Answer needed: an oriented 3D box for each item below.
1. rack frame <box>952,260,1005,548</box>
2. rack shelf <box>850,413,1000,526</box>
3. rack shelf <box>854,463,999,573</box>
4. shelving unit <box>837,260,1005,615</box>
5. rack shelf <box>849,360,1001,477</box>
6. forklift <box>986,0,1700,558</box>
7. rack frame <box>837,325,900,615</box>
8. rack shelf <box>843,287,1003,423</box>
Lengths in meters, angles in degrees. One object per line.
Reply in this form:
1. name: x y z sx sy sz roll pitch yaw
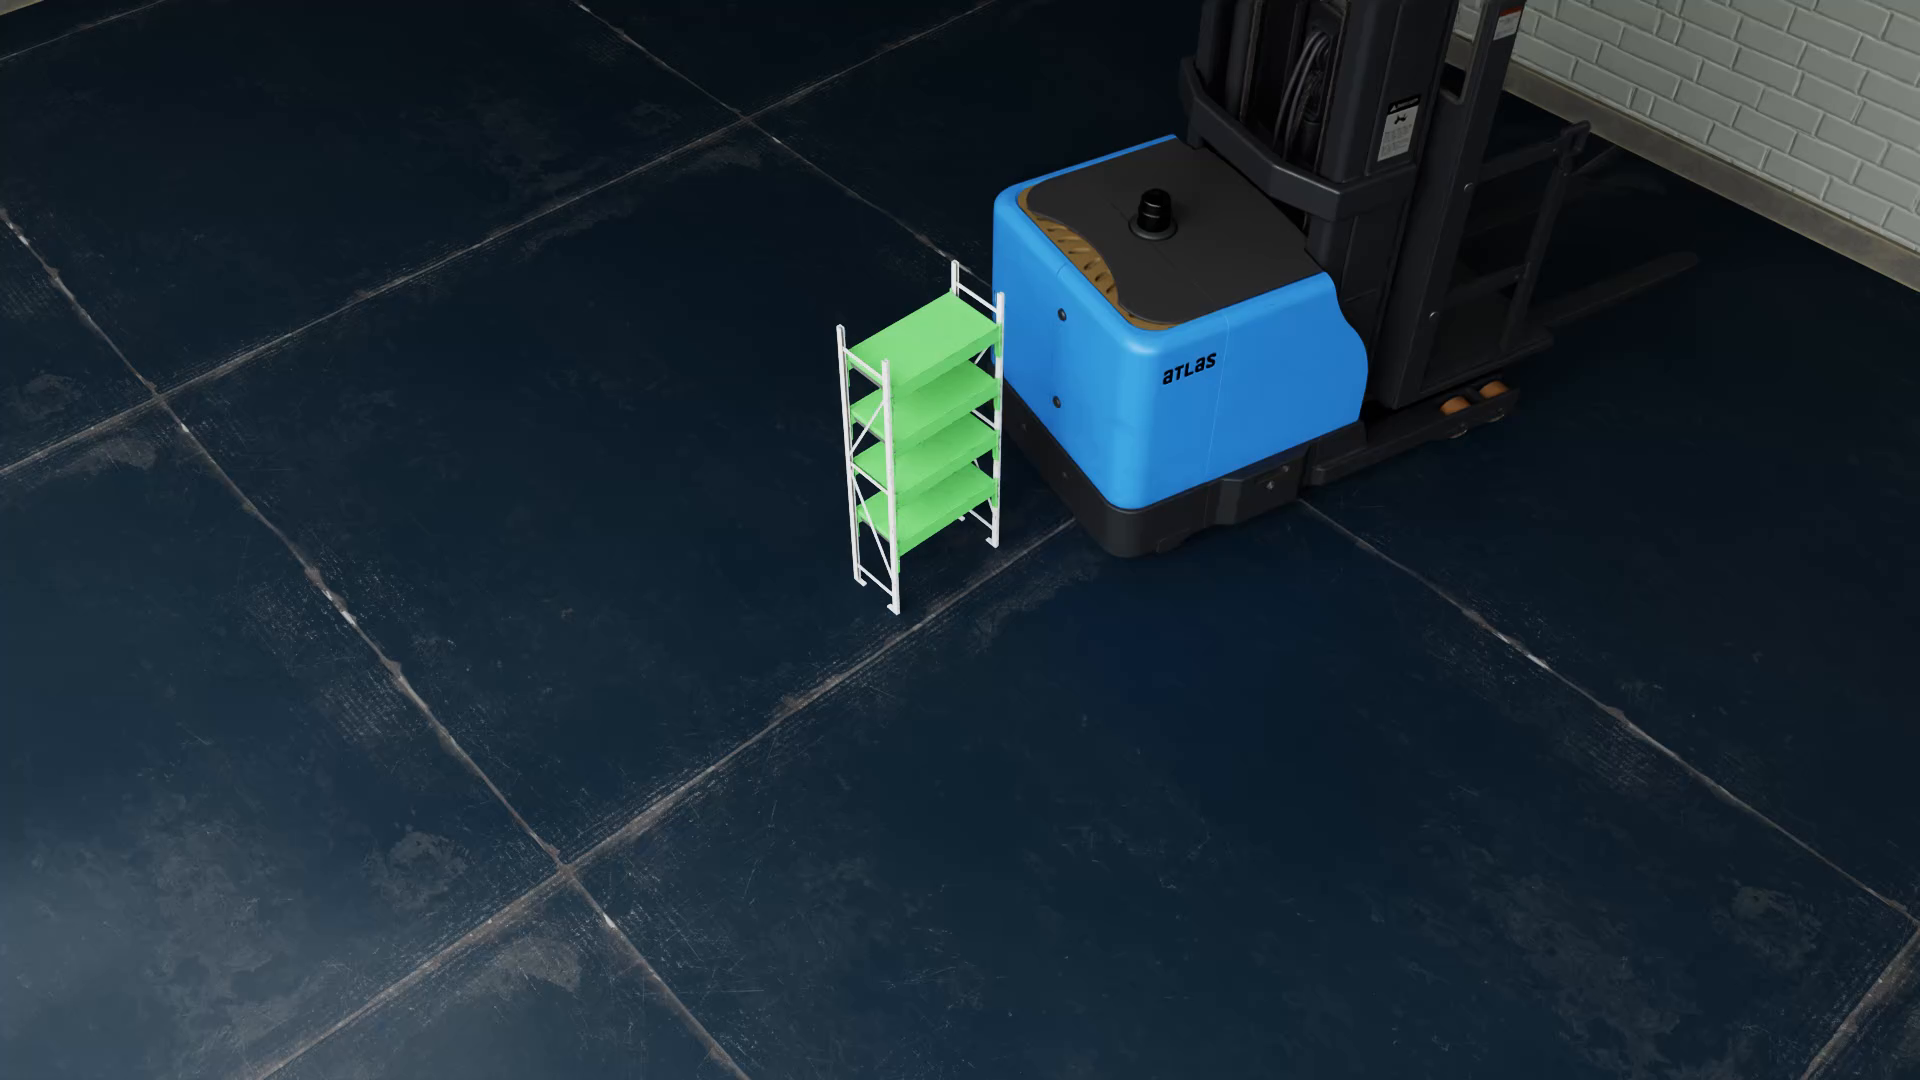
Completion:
1. rack frame: 0.058 -0.446 5.845 0.015 1.200 0.240 -34 56 -27
2. rack shelf: -0.122 -0.282 5.780 0.480 0.148 0.258 -34 56 -27
3. rack shelf: -0.122 -0.119 5.957 0.480 0.148 0.258 -34 56 -27
4. shelving unit: -0.122 -0.325 5.734 0.503 1.200 0.258 -34 56 -27
5. rack shelf: -0.122 -0.444 5.604 0.480 0.148 0.258 -34 56 -27
6. forklift: 1.649 -1.720 5.843 3.031 2.935 1.130 -22 51 -19
7. rack frame: -0.303 -0.204 5.622 0.015 1.200 0.240 -34 56 -27
8. rack shelf: -0.122 -0.607 5.428 0.480 0.148 0.258 -34 56 -27
